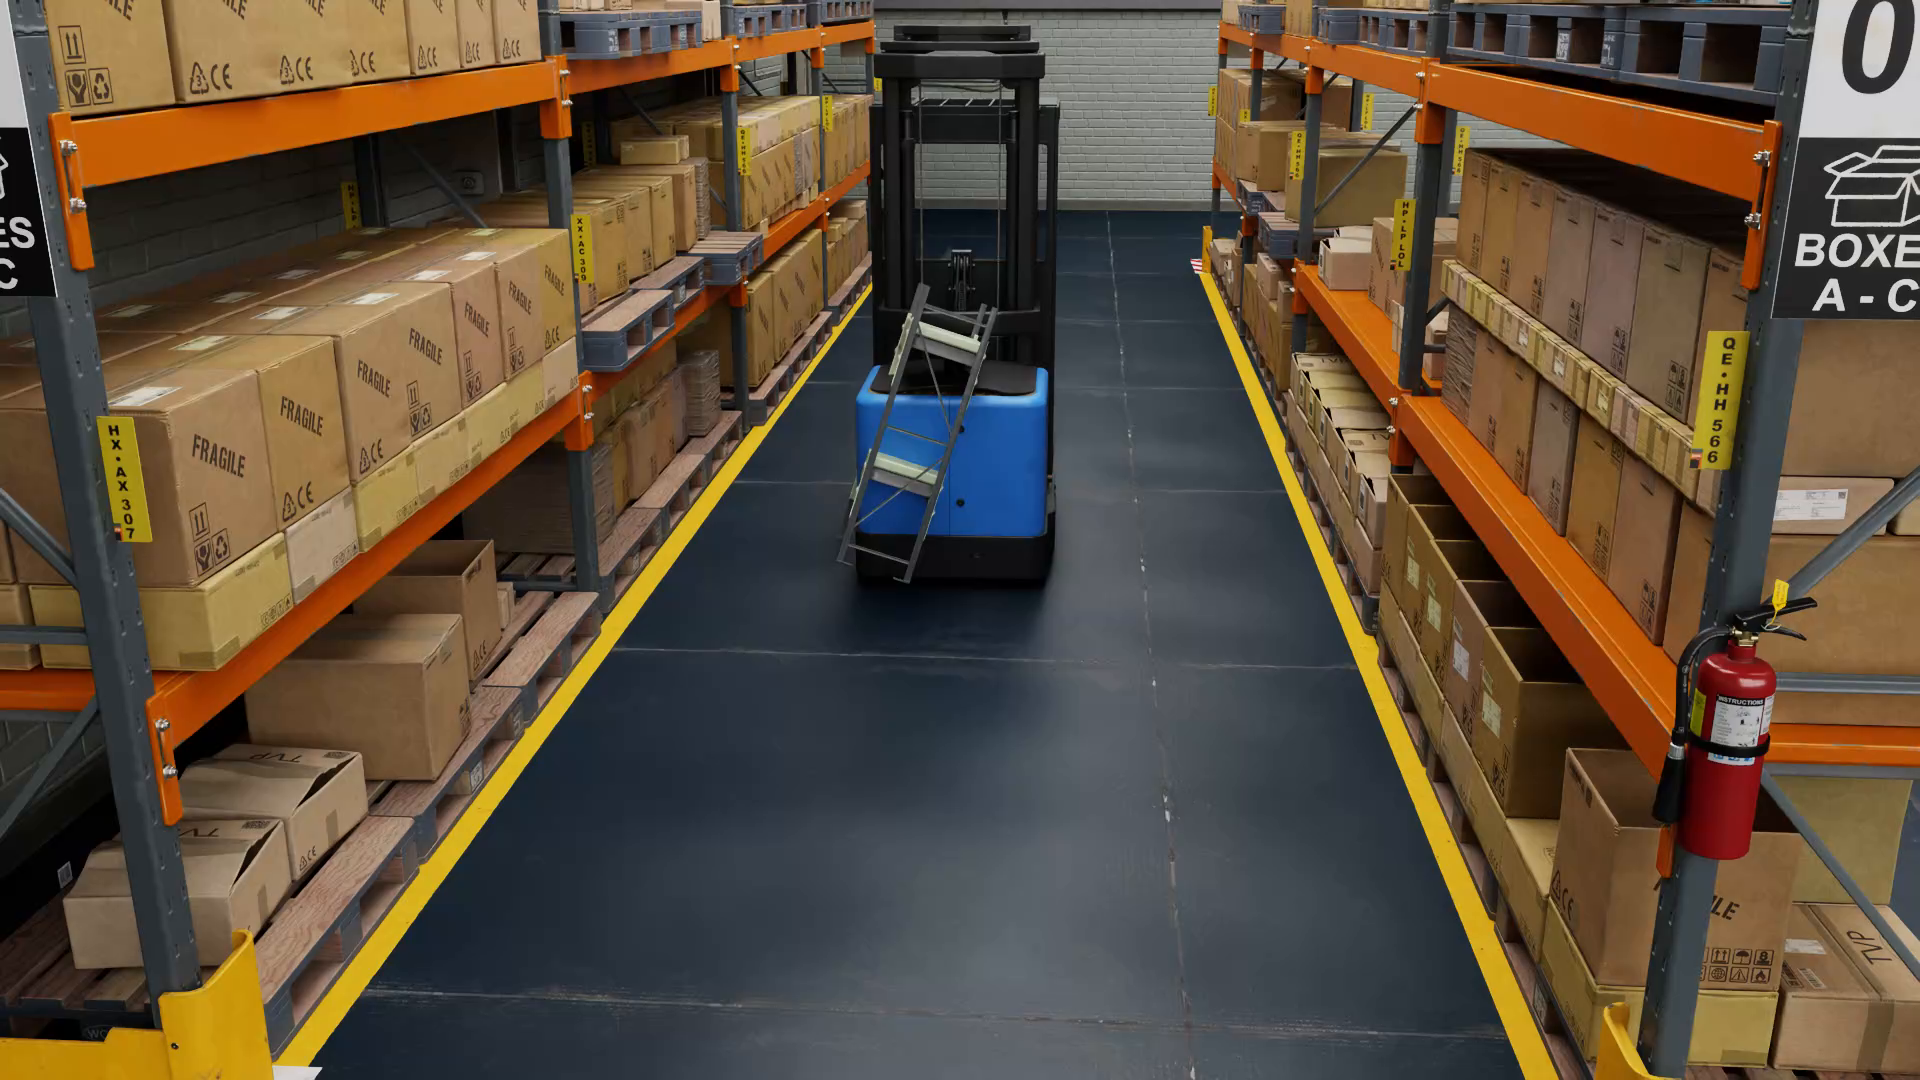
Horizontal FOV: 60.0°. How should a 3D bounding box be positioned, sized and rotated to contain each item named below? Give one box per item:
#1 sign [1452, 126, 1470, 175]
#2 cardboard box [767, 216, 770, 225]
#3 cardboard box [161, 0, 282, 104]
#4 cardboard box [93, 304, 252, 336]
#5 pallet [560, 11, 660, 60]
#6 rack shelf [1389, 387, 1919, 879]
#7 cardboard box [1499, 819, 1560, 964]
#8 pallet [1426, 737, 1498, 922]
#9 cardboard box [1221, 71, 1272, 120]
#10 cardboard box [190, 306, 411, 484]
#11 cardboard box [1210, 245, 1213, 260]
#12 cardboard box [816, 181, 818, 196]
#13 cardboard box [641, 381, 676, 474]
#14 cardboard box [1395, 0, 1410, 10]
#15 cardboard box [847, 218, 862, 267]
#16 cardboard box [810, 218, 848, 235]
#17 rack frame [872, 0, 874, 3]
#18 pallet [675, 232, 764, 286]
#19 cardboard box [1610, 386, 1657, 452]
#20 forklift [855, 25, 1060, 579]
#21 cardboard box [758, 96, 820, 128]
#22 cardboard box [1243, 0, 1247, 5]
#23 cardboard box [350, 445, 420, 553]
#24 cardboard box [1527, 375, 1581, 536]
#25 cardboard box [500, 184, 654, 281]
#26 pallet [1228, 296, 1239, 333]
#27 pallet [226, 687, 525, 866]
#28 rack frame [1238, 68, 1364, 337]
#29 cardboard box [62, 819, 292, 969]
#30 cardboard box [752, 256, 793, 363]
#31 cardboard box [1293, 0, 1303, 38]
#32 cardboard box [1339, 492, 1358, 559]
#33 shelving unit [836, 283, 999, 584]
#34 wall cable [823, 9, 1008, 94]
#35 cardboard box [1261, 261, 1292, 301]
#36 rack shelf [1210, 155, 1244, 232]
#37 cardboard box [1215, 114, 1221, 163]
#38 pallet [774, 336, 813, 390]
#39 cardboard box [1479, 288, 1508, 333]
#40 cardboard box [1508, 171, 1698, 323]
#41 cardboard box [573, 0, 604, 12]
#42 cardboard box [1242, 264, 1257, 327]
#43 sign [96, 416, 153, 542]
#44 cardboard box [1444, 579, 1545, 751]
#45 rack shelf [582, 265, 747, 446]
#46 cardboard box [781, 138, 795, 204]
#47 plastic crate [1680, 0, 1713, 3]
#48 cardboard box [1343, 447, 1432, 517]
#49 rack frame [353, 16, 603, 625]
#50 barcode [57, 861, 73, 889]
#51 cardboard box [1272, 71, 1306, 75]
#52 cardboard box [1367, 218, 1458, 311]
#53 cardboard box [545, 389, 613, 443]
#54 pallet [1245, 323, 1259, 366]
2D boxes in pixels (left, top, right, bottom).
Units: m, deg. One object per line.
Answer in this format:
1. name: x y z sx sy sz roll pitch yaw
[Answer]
1. sign: 3.427 -2.665 11.380 0.100 0.325 0.005 1 18 4
2. cardboard box: -1.749 -2.623 13.483 0.380 0.149 0.250 2 18 5
3. cardboard box: -2.294 -1.498 4.667 0.500 0.500 0.500 2 18 8
4. cardboard box: -2.741 -0.514 5.678 0.500 0.500 0.500 1 18 2
5. pallet: -2.205 -2.519 8.278 1.213 0.211 1.003 1 18 4
6. rack shelf: 2.443 0.079 6.020 1.077 0.370 4.000 1 18 4
7. cardboard box: 2.067 1.137 5.378 0.500 0.250 0.500 1 18 4
8. pallet: 2.402 1.067 6.328 1.003 0.211 1.213 1 18 4
9. cardboard box: 3.122 -4.839 18.108 0.500 0.500 0.500 1 18 4
10. cardboard box: -2.219 -0.501 5.639 0.500 0.500 0.500 1 18 2
11. cardboard box: 3.056 -3.274 18.940 0.380 0.166 0.250 1 18 4
12. cardboard box: -1.523 -3.257 15.417 0.380 0.149 0.250 1 18 4
13. cardboard box: -2.228 -0.720 10.611 0.700 0.500 0.500 1 18 4
14. cardboard box: 2.825 -3.197 9.613 0.500 0.250 0.500 1 18 3
15. cardboard box: -1.481 -3.357 18.691 0.700 0.500 0.500 1 18 4
16. cardboard box: -1.382 -3.292 17.452 0.380 0.149 0.250 1 18 2
17. rack frame: -1.495 -7.571 18.578 1.000 3.000 0.127 1 18 4
18. pallet: -2.013 -1.921 11.276 1.213 0.211 1.003 1 18 4
19. cardboard box: 2.192 -0.359 5.000 0.380 0.149 0.250 2 18 5
20. forklift: 0.040 -1.589 10.064 1.130 2.935 3.031 1 18 3
21. cardboard box: -1.560 -3.882 15.079 0.500 0.250 0.500 2 18 5
22. cardboard box: 2.976 -5.035 15.895 0.500 0.250 0.500 1 18 4
23. cardboard box: -2.225 -0.154 5.783 0.500 0.250 0.500 1 18 3
24. cardboard box: 2.454 -0.315 5.906 0.700 0.500 0.500 2 18 6
25. cardboard box: -2.221 -1.786 9.689 0.700 0.500 0.500 4 19 11
26. pallet: 3.210 -2.257 16.472 1.003 0.211 1.213 1 18 4
27. pallet: -2.453 0.921 6.773 1.003 0.211 1.213 1 18 4
28. rack frame: 3.160 -3.369 15.387 1.000 3.000 0.127 1 18 4
29. cardboard box: -2.503 1.105 5.346 0.500 0.311 0.500 -1 18 -2
30. cardboard box: -1.816 -1.911 13.716 0.750 0.750 0.750 1 18 4
31. cardboard box: 2.907 -3.894 12.012 0.910 0.500 0.500 1 18 4
32. cardboard box: 2.365 -0.069 9.059 0.500 0.250 0.500 1 18 3
33. shelving unit: -0.247 -0.596 8.947 0.431 1.500 0.755 17 8 -6
34. wall cable: -0.733 -7.844 24.398 3.097 2.526 0.112 1 18 4
35. cardboard box: 2.775 -2.135 13.725 0.500 0.250 0.500 1 18 3
36. rack shelf: 3.303 -3.648 17.394 1.077 0.370 4.000 1 18 4
37. cardboard box: 3.152 -4.527 18.760 0.500 0.500 0.500 2 18 5
38. pallet: -1.847 -1.532 14.259 1.003 0.211 1.213 1 18 4
39. cardboard box: 2.322 -0.921 6.714 0.380 0.149 0.250 1 18 3
40. cardboard box: 2.489 -1.098 6.212 0.700 0.500 0.500 1 18 4
41. cardboard box: -2.192 -2.935 8.716 0.500 0.311 0.500 2 18 6
42. cardboard box: 2.882 -2.245 15.265 0.500 0.500 0.500 0 18 1
43. sign: -2.101 -0.150 4.175 0.100 0.325 0.005 1 18 4
44. cardboard box: 2.135 0.470 6.210 0.500 0.500 0.500 1 18 4
45. rack shelf: -2.212 -1.273 10.145 1.077 0.370 4.000 1 18 4
46. cardboard box: -1.665 -3.058 13.767 0.500 0.500 0.500 2 18 5
47. plastic crate: 8.081 -5.749 18.044 0.497 0.269 0.590 1 18 4
48. cardboard box: 2.360 -0.337 8.976 0.500 0.311 0.500 2 18 5
49. rack frame: -2.355 -0.993 8.138 1.000 3.000 0.127 1 18 4
50. barcode: -2.900 1.086 5.389 0.001 0.075 0.075 1 18 4
51. cardboard box: 3.653 -4.832 18.087 0.500 0.500 0.500 2 18 5
52. cardboard box: 2.769 -1.652 9.988 0.500 0.500 0.500 0 18 1
53. cardboard box: -2.291 -0.737 9.458 0.500 0.250 0.500 1 18 3
54. pallet: 3.139 -1.790 15.047 1.003 0.211 1.213 1 18 4
